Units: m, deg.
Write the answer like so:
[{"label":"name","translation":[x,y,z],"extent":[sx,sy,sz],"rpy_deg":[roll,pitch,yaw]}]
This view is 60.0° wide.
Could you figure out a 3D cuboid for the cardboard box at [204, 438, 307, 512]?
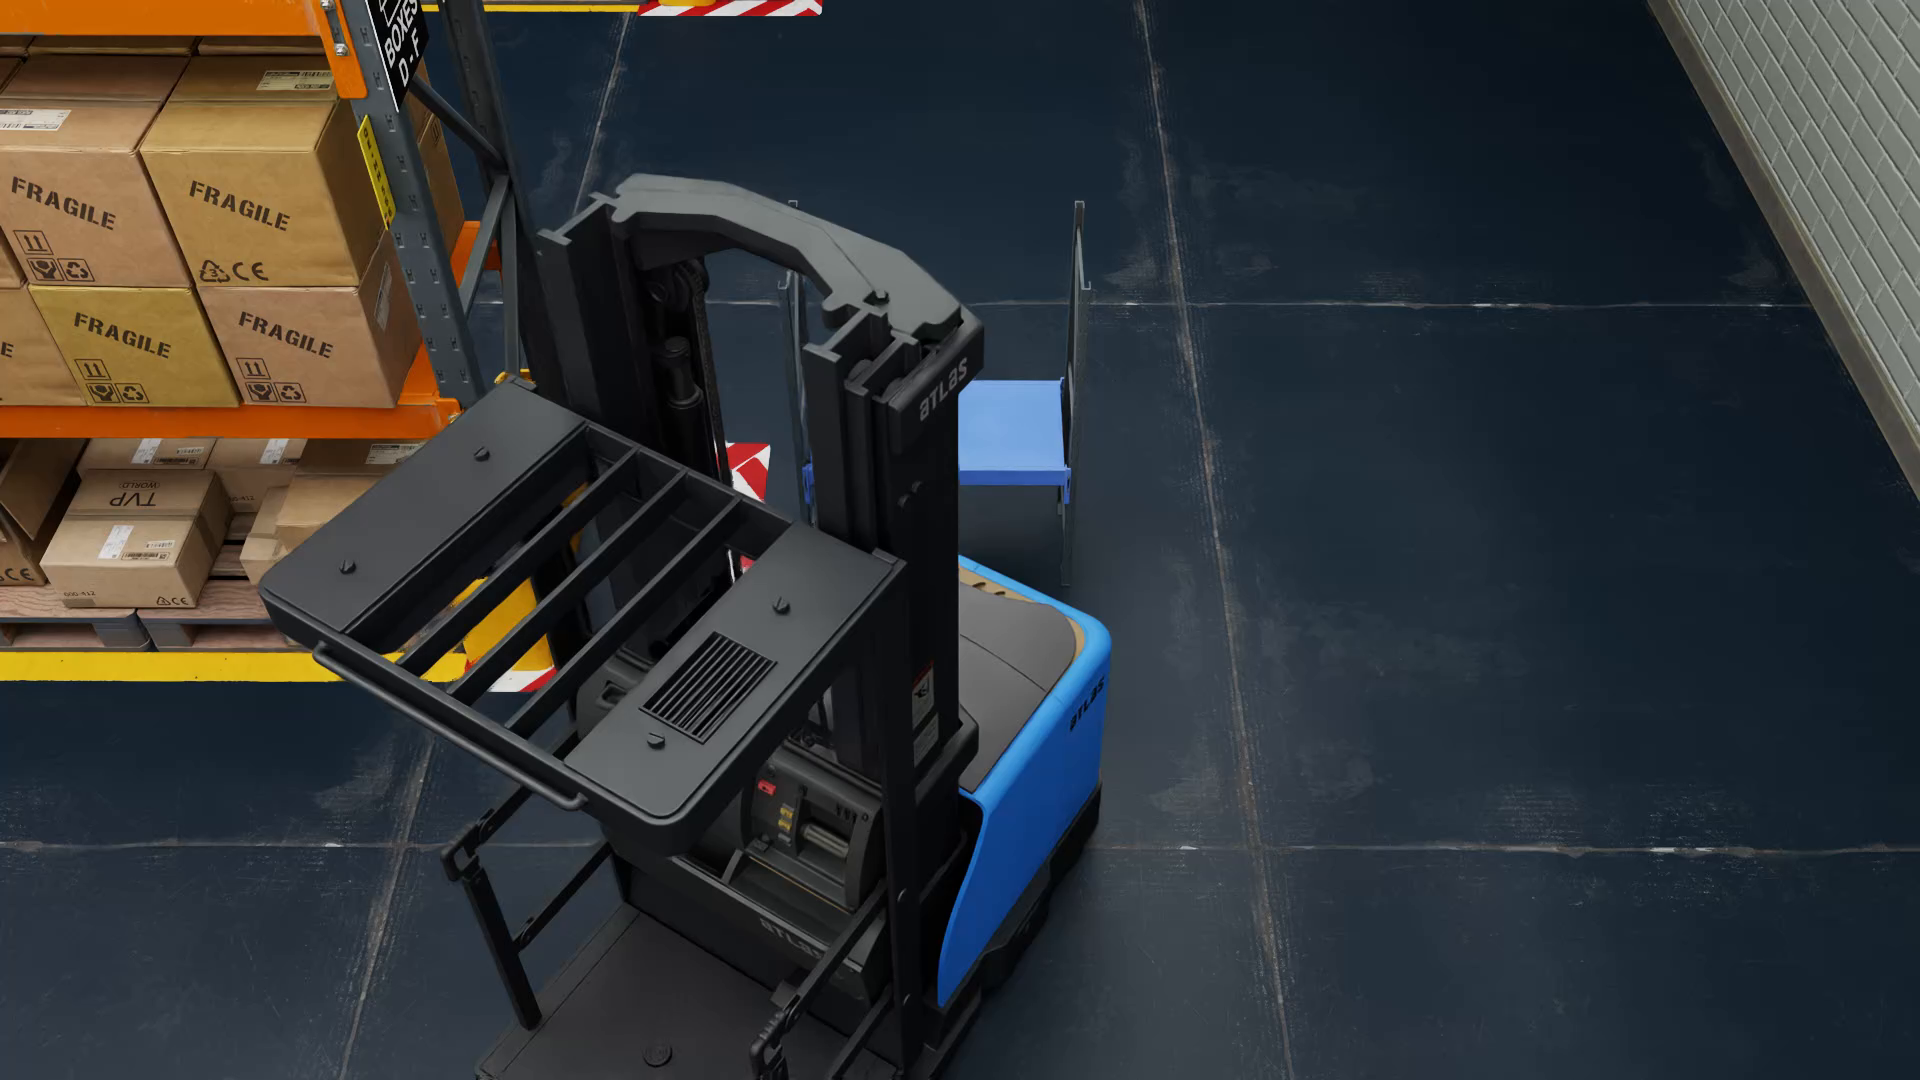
[{"label":"cardboard box","translation":[-2.684,-0.374,6.707],"extent":[0.500,0.250,0.500],"rpy_deg":[0,47,0]}]

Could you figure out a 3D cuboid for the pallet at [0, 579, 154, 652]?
[{"label":"pallet","translation":[-3.732,-0.007,6.693],"extent":[1.213,0.211,1.003],"rpy_deg":[0,47,0]}]

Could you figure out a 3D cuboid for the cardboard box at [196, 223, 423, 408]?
[{"label":"cardboard box","translation":[-2.090,-0.786,5.445],"extent":[0.500,0.500,0.500],"rpy_deg":[1,47,1]}]

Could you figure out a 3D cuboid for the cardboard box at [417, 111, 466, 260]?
[{"label":"cardboard box","translation":[-2.084,-1.178,5.810],"extent":[0.500,0.500,0.500],"rpy_deg":[1,47,1]}]

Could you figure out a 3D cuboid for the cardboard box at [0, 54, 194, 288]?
[{"label":"cardboard box","translation":[-2.593,-1.125,5.078],"extent":[0.500,0.500,0.500],"rpy_deg":[1,47,1]}]

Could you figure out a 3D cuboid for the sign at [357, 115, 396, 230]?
[{"label":"sign","translation":[-1.664,-1.046,4.748],"extent":[0.005,0.325,0.100],"rpy_deg":[0,47,0]}]

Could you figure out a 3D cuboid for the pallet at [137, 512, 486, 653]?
[{"label":"pallet","translation":[-2.515,-0.002,6.688],"extent":[1.213,0.211,1.003],"rpy_deg":[0,47,0]}]

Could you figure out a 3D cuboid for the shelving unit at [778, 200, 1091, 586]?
[{"label":"shelving unit","translation":[-0.085,-0.511,6.282],"extent":[1.048,1.500,0.538],"rpy_deg":[0,47,0]}]

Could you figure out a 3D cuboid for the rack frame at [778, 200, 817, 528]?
[{"label":"rack frame","translation":[-0.594,-0.513,6.283],"extent":[0.032,1.500,0.500],"rpy_deg":[0,47,0]}]

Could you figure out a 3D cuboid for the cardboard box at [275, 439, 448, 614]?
[{"label":"cardboard box","translation":[-2.186,-0.069,6.253],"extent":[0.500,0.500,0.500],"rpy_deg":[0,47,0]}]

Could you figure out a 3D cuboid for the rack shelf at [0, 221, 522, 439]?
[{"label":"rack shelf","translation":[-3.641,-0.710,5.934],"extent":[4.000,0.370,1.077],"rpy_deg":[0,47,0]}]

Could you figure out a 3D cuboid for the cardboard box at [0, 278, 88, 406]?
[{"label":"cardboard box","translation":[-3.108,-0.790,5.449],"extent":[0.500,0.500,0.500],"rpy_deg":[0,47,0]}]

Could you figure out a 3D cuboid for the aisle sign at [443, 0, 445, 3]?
[{"label":"aisle sign","translation":[-1.572,-2.051,4.914],"extent":[0.004,0.787,0.394],"rpy_deg":[0,47,0]}]

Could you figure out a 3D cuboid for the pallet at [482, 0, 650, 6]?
[{"label":"pallet","translation":[-2.427,-3.571,10.010],"extent":[1.213,0.211,1.003],"rpy_deg":[0,47,0]}]

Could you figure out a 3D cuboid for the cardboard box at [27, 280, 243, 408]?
[{"label":"cardboard box","translation":[-2.609,-0.785,5.444],"extent":[0.500,0.500,0.500],"rpy_deg":[1,47,0]}]

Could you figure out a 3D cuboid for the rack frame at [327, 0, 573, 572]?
[{"label":"rack frame","translation":[-1.641,-0.950,5.666],"extent":[0.127,3.000,1.000],"rpy_deg":[0,47,0]}]

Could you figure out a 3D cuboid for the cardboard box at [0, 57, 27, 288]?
[{"label":"cardboard box","translation":[-3.111,-1.123,5.076],"extent":[0.500,0.500,0.500],"rpy_deg":[1,47,1]}]

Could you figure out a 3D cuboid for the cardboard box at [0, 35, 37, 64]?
[{"label":"cardboard box","translation":[-3.107,-1.520,5.445],"extent":[0.500,0.500,0.500],"rpy_deg":[1,47,1]}]

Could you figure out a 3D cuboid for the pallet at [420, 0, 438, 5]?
[{"label":"pallet","translation":[-3.643,-3.576,10.015],"extent":[1.213,0.211,1.003],"rpy_deg":[0,47,0]}]

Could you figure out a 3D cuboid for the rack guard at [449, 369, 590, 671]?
[{"label":"rack guard","translation":[-1.717,-0.099,6.581],"extent":[0.348,0.500,1.175],"rpy_deg":[0,47,0]}]

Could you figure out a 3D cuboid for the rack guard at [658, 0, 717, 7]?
[{"label":"rack guard","translation":[-1.603,-3.724,9.956],"extent":[0.348,0.500,1.175],"rpy_deg":[0,47,0]}]

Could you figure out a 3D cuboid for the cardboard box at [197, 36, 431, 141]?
[{"label":"cardboard box","translation":[-2.084,-1.519,5.444],"extent":[0.500,0.500,0.500],"rpy_deg":[1,47,1]}]

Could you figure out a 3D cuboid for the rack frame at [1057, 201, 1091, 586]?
[{"label":"rack frame","translation":[0.423,-0.510,6.281],"extent":[0.032,1.500,0.500],"rpy_deg":[0,47,0]}]

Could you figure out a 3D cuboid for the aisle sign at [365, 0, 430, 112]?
[{"label":"aisle sign","translation":[-1.574,-1.611,4.505],"extent":[0.004,0.787,0.394],"rpy_deg":[0,47,0]}]

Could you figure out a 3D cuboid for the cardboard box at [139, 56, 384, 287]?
[{"label":"cardboard box","translation":[-2.088,-1.125,5.077],"extent":[0.500,0.500,0.500],"rpy_deg":[0,47,0]}]

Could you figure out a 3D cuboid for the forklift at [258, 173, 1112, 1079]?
[{"label":"forklift","translation":[-0.729,0.722,4.157],"extent":[1.130,2.935,3.031],"rpy_deg":[25,52,21]}]

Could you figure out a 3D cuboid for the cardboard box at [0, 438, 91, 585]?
[{"label":"cardboard box","translation":[-3.763,-0.259,6.427],"extent":[0.637,0.503,0.797],"rpy_deg":[0,47,0]}]

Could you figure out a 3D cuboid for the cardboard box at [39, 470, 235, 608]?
[{"label":"cardboard box","translation":[-3.136,-0.009,6.368],"extent":[0.500,0.250,0.500],"rpy_deg":[0,47,0]}]

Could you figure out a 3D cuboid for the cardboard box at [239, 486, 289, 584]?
[{"label":"cardboard box","translation":[-2.591,-0.023,6.438],"extent":[0.250,0.166,0.380],"rpy_deg":[0,47,0]}]

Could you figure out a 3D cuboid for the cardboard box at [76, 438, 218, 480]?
[{"label":"cardboard box","translation":[-3.184,-0.375,6.708],"extent":[0.500,0.250,0.500],"rpy_deg":[0,47,0]}]

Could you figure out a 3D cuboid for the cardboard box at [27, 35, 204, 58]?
[{"label":"cardboard box","translation":[-2.607,-1.515,5.440],"extent":[0.500,0.500,0.500],"rpy_deg":[1,47,1]}]

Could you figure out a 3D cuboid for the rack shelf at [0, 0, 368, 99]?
[{"label":"rack shelf","translation":[-3.641,-1.732,4.836],"extent":[4.000,0.370,1.077],"rpy_deg":[0,47,0]}]

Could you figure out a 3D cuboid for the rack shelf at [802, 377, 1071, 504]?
[{"label":"rack shelf","translation":[-0.085,-0.389,6.414],"extent":[1.000,0.185,0.538],"rpy_deg":[0,47,0]}]
